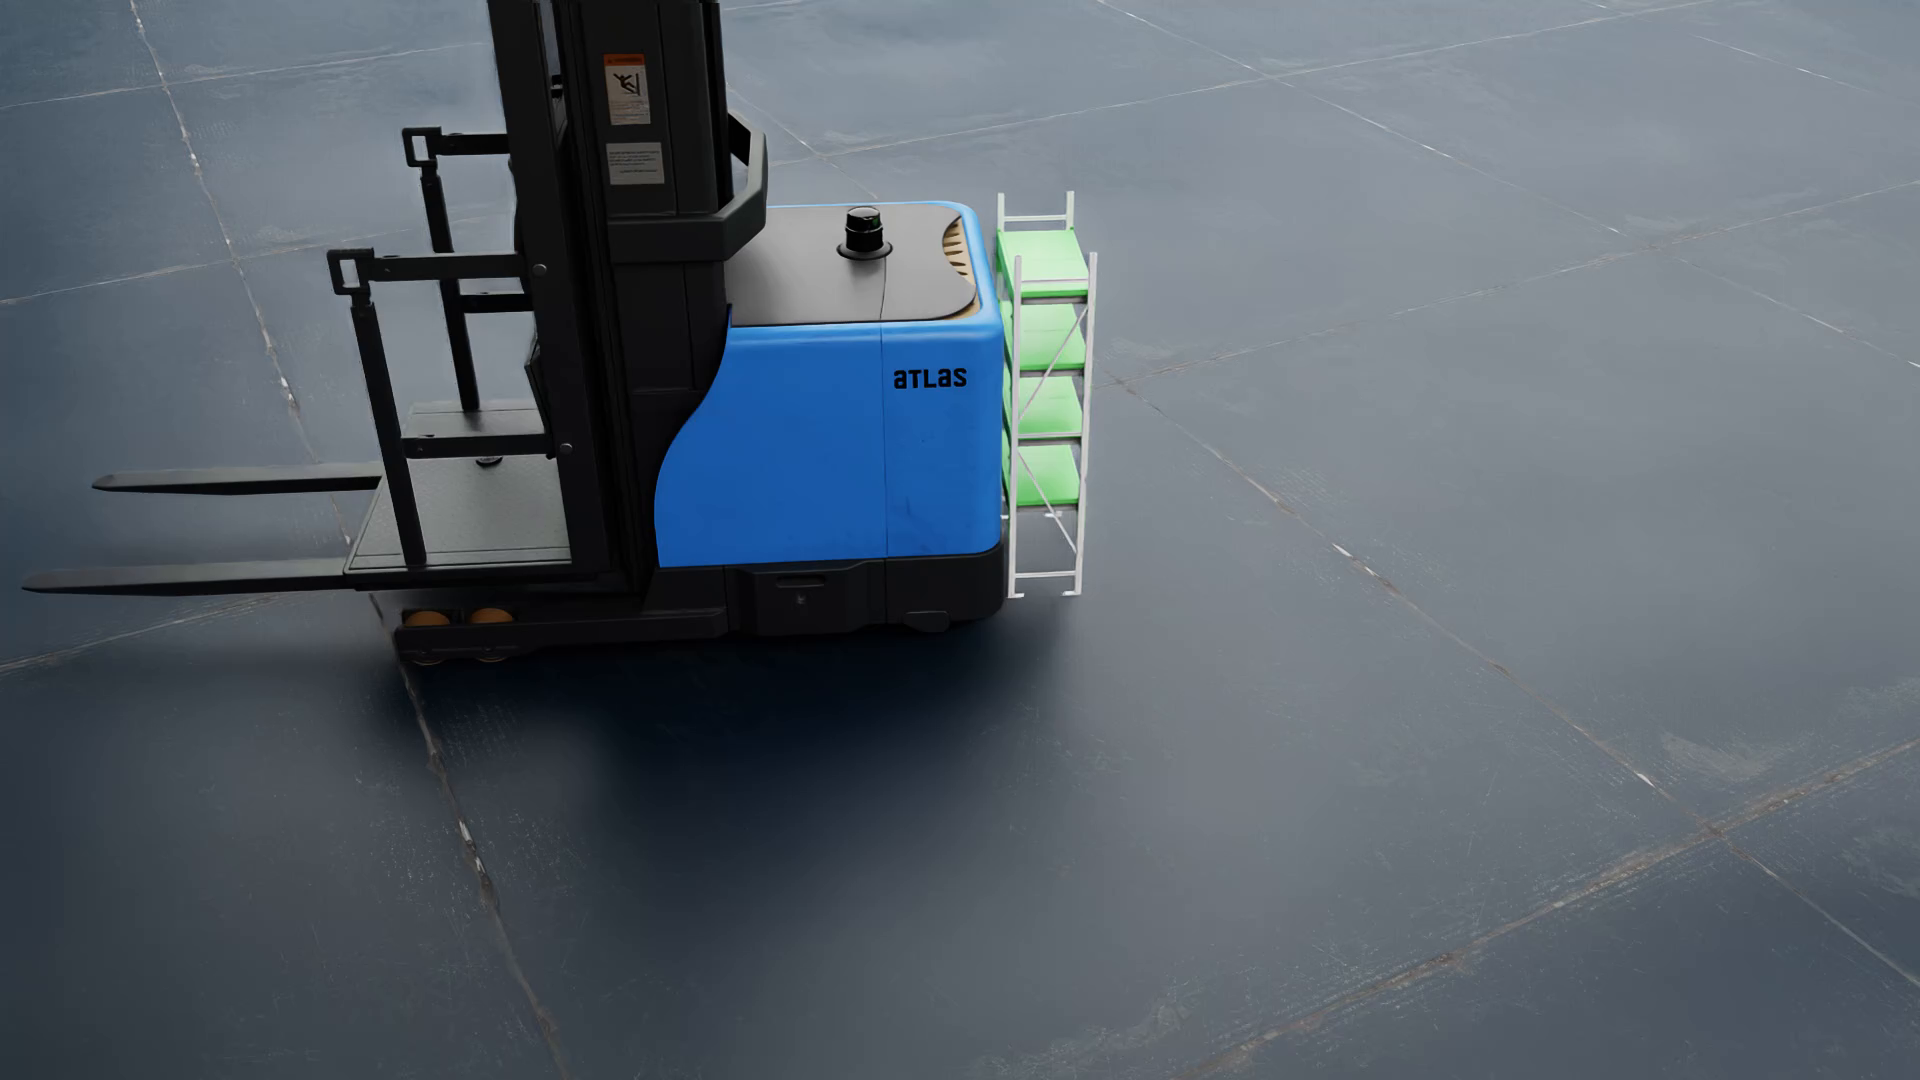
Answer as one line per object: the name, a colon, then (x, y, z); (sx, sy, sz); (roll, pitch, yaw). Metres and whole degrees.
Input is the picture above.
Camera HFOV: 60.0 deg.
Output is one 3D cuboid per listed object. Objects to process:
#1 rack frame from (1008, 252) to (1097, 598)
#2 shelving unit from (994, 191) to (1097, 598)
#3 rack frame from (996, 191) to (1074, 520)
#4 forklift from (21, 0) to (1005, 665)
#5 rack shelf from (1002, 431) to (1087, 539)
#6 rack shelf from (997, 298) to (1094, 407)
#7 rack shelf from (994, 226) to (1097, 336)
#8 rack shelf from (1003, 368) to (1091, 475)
rack frame: (0.277, -0.323, 5.142); (0.240, 1.200, 0.015); (-2, 33, -4)
shelving unit: (0.258, -0.454, 5.347); (0.258, 1.200, 0.503); (-2, 33, -4)
rack frame: (0.238, -0.585, 5.552); (0.240, 1.200, 0.015); (-2, 33, -4)
forklift: (-1.404, -1.144, 4.819); (3.031, 2.935, 1.130); (-2, 33, -4)
rack shelf: (0.258, -0.198, 5.511); (0.258, 0.148, 0.480); (-2, 33, -4)
rack shelf: (0.258, -0.603, 5.252); (0.258, 0.148, 0.480); (-2, 33, -4)
rack shelf: (0.258, -0.805, 5.122); (0.258, 0.148, 0.480); (-2, 33, -4)
rack shelf: (0.258, -0.400, 5.381); (0.258, 0.148, 0.480); (-2, 33, -4)
